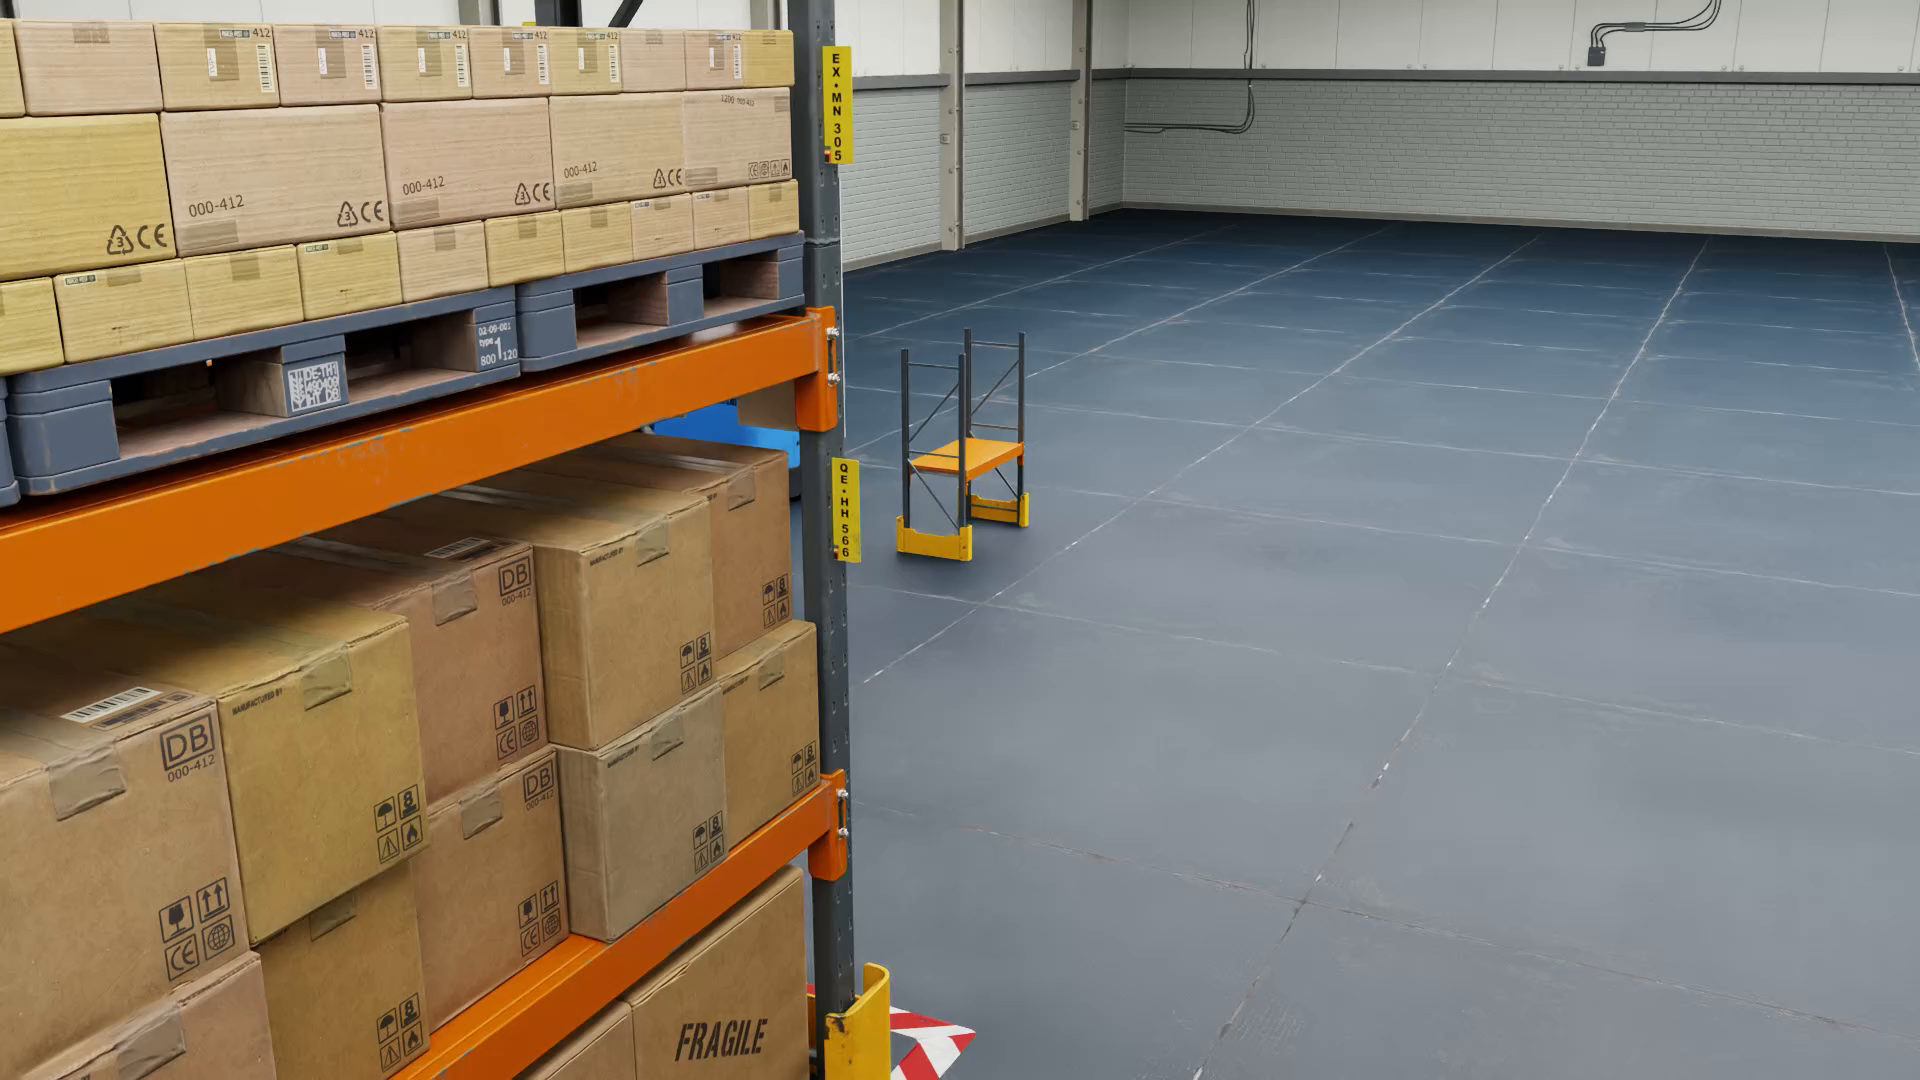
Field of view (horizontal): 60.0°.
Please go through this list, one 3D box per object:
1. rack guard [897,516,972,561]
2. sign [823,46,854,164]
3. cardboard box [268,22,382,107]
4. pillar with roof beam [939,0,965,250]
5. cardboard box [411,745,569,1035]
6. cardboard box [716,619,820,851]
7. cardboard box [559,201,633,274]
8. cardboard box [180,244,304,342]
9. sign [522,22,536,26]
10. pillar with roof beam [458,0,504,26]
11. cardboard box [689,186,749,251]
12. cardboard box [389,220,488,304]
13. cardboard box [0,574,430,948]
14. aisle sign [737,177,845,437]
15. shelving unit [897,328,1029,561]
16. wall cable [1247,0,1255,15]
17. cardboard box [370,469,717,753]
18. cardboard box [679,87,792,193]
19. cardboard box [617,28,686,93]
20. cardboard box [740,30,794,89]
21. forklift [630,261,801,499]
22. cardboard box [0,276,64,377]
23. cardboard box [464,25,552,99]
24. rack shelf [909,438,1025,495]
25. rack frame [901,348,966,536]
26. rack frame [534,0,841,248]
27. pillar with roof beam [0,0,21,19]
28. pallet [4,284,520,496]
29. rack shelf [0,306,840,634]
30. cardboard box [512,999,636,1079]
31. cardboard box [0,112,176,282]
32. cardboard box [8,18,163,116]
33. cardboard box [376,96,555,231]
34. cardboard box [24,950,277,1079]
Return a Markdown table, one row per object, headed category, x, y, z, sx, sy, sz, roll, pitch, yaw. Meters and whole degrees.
| category | x | y | z | sx | sy | sz | roll | pitch | yaw |
| --- | --- | --- | --- | --- | --- | --- | --- | --- | --- |
| rack guard | -0.188 | -0.012 | 12.127 | 0.587 | 0.250 | 0.087 | 8 | 18 | 25 |
| sign | -0.352 | -1.246 | 4.766 | 0.100 | 0.325 | 0.005 | 8 | 18 | 25 |
| cardboard box | -1.360 | -0.926 | 3.231 | 0.380 | 0.149 | 0.250 | 8 | 18 | 26 |
| pillar with roof beam | 3.711 | -9.107 | 27.382 | 9.100 | 9.000 | 0.400 | 8 | 18 | 25 |
| cardboard box | -1.546 | 0.804 | 4.286 | 0.875 | 0.550 | 0.550 | 8 | 18 | 25 |
| cardboard box | -0.957 | 0.534 | 5.194 | 0.875 | 0.550 | 0.550 | 8 | 18 | 25 |
| cardboard box | -1.018 | -0.739 | 4.004 | 0.380 | 0.149 | 0.250 | 8 | 18 | 26 |
| cardboard box | -1.473 | -0.479 | 3.128 | 0.380 | 0.149 | 0.250 | 8 | 18 | 26 |
| sign | -1.325 | -1.461 | 5.233 | 0.100 | 0.325 | 0.005 | 8 | 18 | 25 |
| pillar with roof beam | -1.651 | -6.051 | 17.091 | 9.100 | 9.000 | 0.400 | 8 | 18 | 25 |
| cardboard box | -0.790 | -0.869 | 4.441 | 0.380 | 0.149 | 0.250 | 8 | 18 | 26 |
| cardboard box | -1.245 | -0.609 | 3.568 | 0.380 | 0.149 | 0.250 | 8 | 18 | 26 |
| cardboard box | -1.687 | 0.435 | 3.632 | 0.875 | 0.550 | 0.500 | 8 | 18 | 25 |
| aisle sign | -0.532 | -0.720 | 5.115 | 0.394 | 0.787 | 0.004 | 8 | 18 | 25 |
| shelving unit | 0.034 | -0.738 | 12.376 | 0.587 | 1.500 | 1.083 | 8 | 18 | 25 |
| wall cable | 7.460 | -12.354 | 34.896 | 3.097 | 2.526 | 0.112 | 8 | 18 | 25 |
| cardboard box | -1.195 | 0.158 | 4.565 | 0.875 | 0.550 | 0.550 | 8 | 18 | 25 |
| cardboard box | -0.800 | -1.092 | 4.491 | 0.500 | 0.250 | 0.500 | 8 | 18 | 26 |
| cardboard box | -0.906 | -1.185 | 4.106 | 0.380 | 0.149 | 0.250 | 8 | 19 | 26 |
| cardboard box | -0.678 | -1.314 | 4.539 | 0.380 | 0.149 | 0.250 | 8 | 18 | 26 |
| forklift | -2.588 | -1.927 | 13.865 | 3.031 | 2.935 | 1.130 | 11 | 20 | 32 |
| cardboard box | -1.699 | -0.351 | 2.697 | 0.380 | 0.149 | 0.250 | 8 | 18 | 24 |
| cardboard box | -1.133 | -1.056 | 3.670 | 0.380 | 0.149 | 0.250 | 8 | 18 | 26 |
| rack shelf | 0.038 | -0.568 | 12.435 | 0.538 | 0.185 | 1.000 | 8 | 18 | 25 |
| rack frame | -0.189 | -0.611 | 11.948 | 0.500 | 1.500 | 0.032 | 8 | 18 | 25 |
| rack frame | -0.832 | -2.370 | 4.698 | 1.000 | 3.000 | 0.127 | 8 | 18 | 25 |
| pillar with roof beam | -4.332 | -4.522 | 11.945 | 9.100 | 9.000 | 0.400 | 8 | 18 | 25 |
| pallet | -1.698 | -0.387 | 3.447 | 1.003 | 0.211 | 1.213 | 8 | 18 | 25 |
| rack shelf | -1.725 | -0.078 | 3.513 | 1.077 | 0.370 | 4.000 | 8 | 18 | 25 |
| cardboard box | -1.467 | 1.729 | 4.430 | 0.875 | 0.875 | 0.875 | 8 | 18 | 25 |
| cardboard box | -1.701 | -0.579 | 2.766 | 0.500 | 0.250 | 0.500 | 8 | 18 | 25 |
| cardboard box | -1.585 | -0.798 | 2.802 | 0.380 | 0.149 | 0.250 | 8 | 18 | 25 |
| cardboard box | -1.250 | -0.837 | 3.632 | 0.500 | 0.250 | 0.500 | 8 | 18 | 25 |
| cardboard box | -1.893 | 1.092 | 3.316 | 0.875 | 0.550 | 0.550 | 8 | 18 | 25 |
